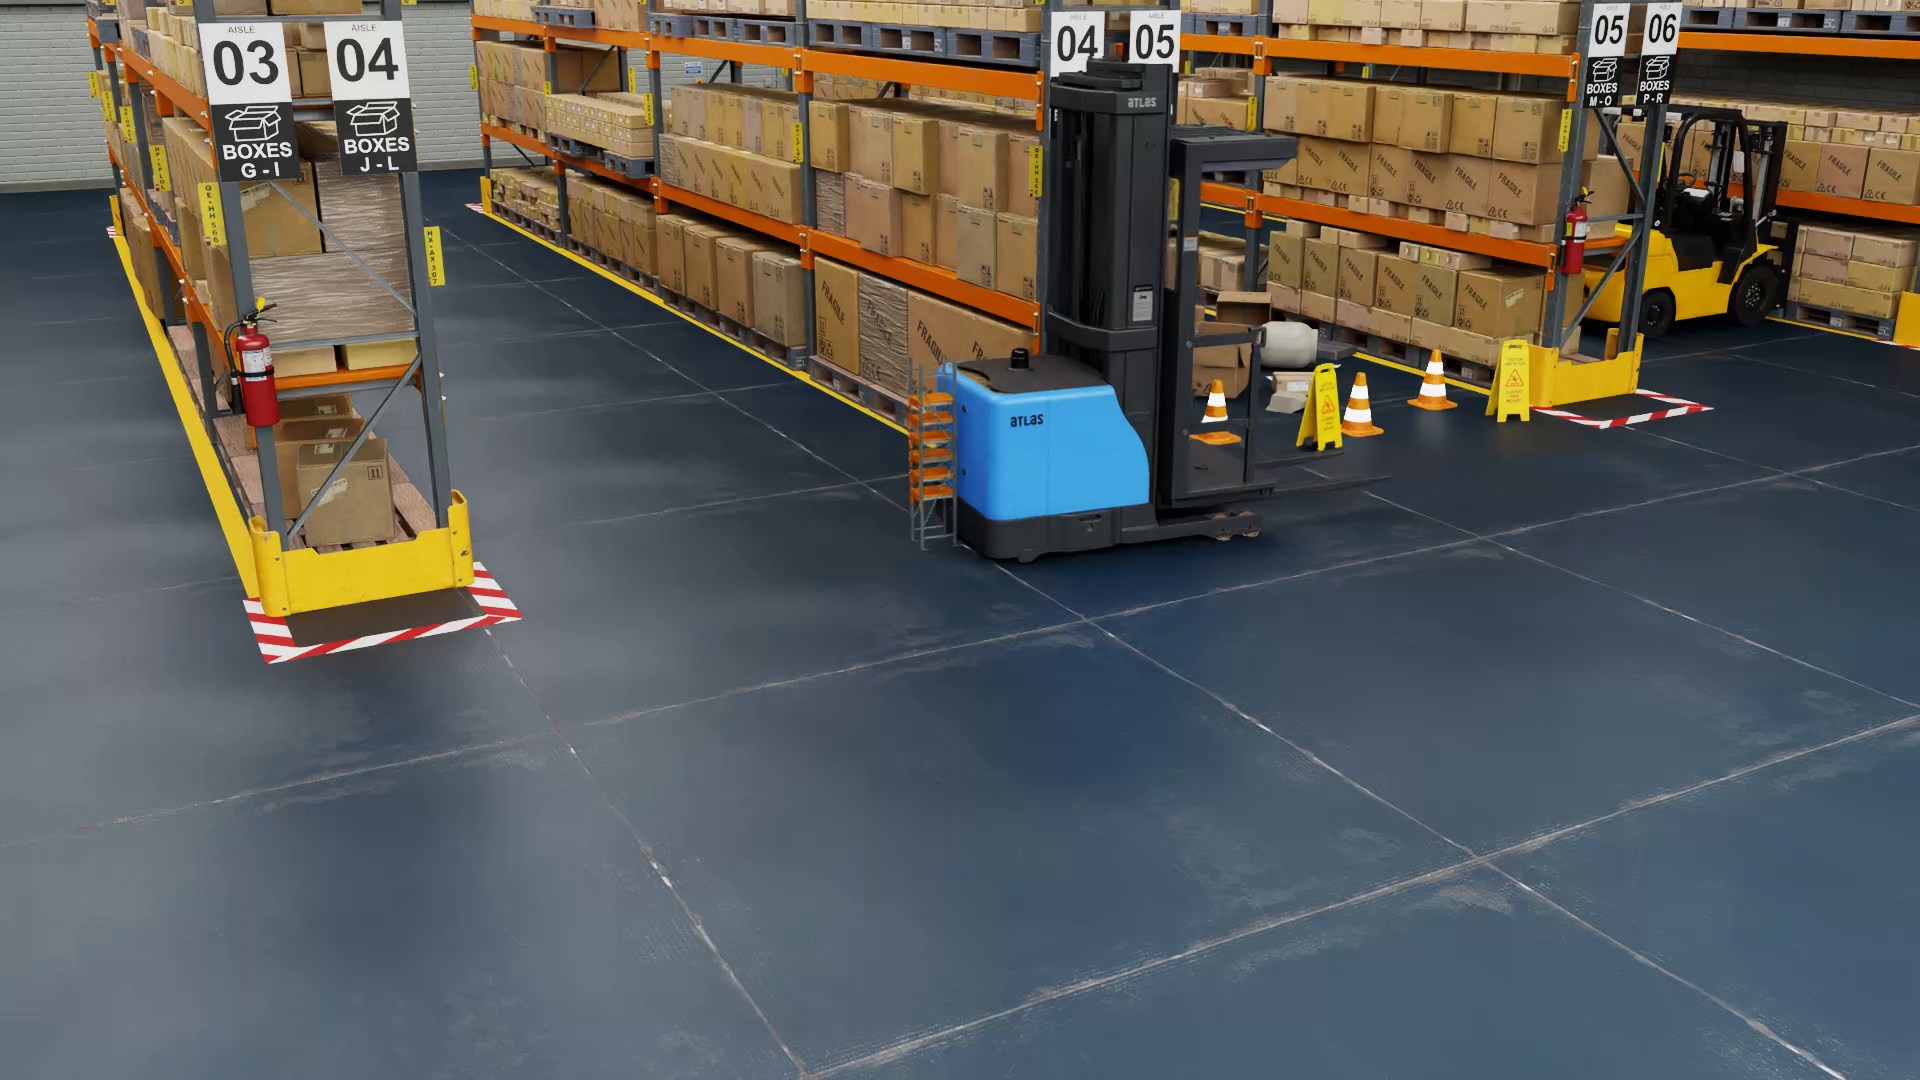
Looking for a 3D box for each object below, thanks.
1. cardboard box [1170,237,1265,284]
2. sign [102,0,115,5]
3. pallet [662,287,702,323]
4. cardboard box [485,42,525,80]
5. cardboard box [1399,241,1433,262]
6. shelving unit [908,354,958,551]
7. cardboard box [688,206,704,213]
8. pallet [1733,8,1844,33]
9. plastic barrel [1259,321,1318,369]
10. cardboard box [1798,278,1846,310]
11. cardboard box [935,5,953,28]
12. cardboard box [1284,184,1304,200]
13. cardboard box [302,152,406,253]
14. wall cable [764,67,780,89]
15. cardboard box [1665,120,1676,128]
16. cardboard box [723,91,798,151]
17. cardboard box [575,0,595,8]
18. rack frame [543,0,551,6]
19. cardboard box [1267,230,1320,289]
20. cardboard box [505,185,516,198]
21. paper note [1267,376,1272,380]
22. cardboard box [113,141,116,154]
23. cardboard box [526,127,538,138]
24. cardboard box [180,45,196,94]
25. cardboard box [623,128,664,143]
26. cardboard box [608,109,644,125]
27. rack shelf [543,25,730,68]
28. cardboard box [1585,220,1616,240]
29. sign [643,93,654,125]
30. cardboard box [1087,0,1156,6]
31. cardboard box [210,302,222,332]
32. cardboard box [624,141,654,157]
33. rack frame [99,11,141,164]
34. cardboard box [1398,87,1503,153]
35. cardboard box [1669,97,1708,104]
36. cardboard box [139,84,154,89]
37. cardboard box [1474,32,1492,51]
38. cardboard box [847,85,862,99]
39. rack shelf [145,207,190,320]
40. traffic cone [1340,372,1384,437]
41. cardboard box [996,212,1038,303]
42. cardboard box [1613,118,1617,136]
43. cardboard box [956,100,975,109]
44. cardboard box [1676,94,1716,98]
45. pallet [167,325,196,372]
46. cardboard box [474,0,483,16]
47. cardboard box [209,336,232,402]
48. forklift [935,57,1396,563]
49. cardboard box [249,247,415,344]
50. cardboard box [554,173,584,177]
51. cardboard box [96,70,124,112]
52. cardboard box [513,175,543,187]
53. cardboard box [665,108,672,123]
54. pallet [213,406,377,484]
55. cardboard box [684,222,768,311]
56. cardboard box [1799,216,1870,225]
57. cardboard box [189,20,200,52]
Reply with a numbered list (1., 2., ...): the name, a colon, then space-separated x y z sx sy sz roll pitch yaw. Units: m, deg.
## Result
1. cardboard box: 2.798 -3.090 18.371 0.950 0.372 0.625 -9 21 -23
2. sign: -7.719 -5.007 15.030 0.100 0.325 0.005 -10 21 -27
3. pallet: -2.506 -2.574 17.766 1.003 0.211 1.213 -10 21 -27
4. cardboard box: -6.388 -6.773 23.519 0.500 0.500 0.500 -9 21 -25
5. cardboard box: 4.210 -2.622 15.059 0.380 0.149 0.250 -9 21 -24
6. shelving unit: -0.168 -0.540 10.355 0.258 1.200 0.189 -7 20 -20
7. cardboard box: -2.928 -3.737 18.900 0.500 0.250 0.500 -11 22 -29
8. pallet: 8.763 -5.333 17.024 1.003 0.211 1.213 -10 21 -27
9. plastic barrel: 2.980 -1.770 15.111 0.512 0.421 0.421 4 19 11
10. cardboard box: 8.931 -2.528 16.930 0.500 0.250 0.500 -10 21 -27
11. cardboard box: 0.045 -3.713 11.784 0.380 0.149 0.250 -10 22 -27
12. cardboard box: 3.427 -3.454 16.427 0.380 0.149 0.250 -9 21 -25
13. cardboard box: -3.450 -1.955 9.555 0.500 0.500 0.500 -10 21 -27
14. wall cable: -3.760 -9.540 32.124 0.588 1.984 0.122 -10 21 -27
15. cardboard box: 7.953 -4.624 18.286 0.380 0.149 0.250 -10 21 -27
16. cardboard box: -1.880 -4.081 16.173 0.700 0.500 0.500 -10 22 -27
17. cardboard box: -4.096 -6.480 19.410 0.797 0.503 0.637 -10 22 -27
18. rack frame: -4.714 -8.114 20.350 1.000 3.000 0.127 -10 21 -27
19. cardboard box: 3.436 -2.819 16.625 0.500 0.500 0.500 -9 21 -24
20. cardboard box: -6.289 -4.993 23.774 0.380 0.149 0.250 -9 21 -25
21. paper note: 2.821 -1.450 14.805 0.148 0.019 0.142 -3 19 -8
22. cardboard box: -10.170 -4.826 20.403 0.380 0.149 0.250 -10 22 -28
23. cardboard box: -5.604 -5.499 22.355 0.380 0.149 0.250 -11 22 -29
24. cardboard box: -4.120 -2.683 9.439 0.500 0.250 0.500 -10 21 -26
25. cardboard box: -3.449 -4.421 18.131 0.380 0.149 0.250 -9 21 -26
26. cardboard box: -3.692 -4.708 18.506 0.380 0.149 0.250 -9 21 -25
27. rack shelf: -3.764 -5.782 19.293 1.077 0.370 4.000 -10 21 -27
28. cardboard box: 5.314 -2.640 14.068 0.380 0.149 0.250 -10 21 -26
29. sign: -3.287 -4.553 17.574 0.100 0.325 0.005 -10 21 -27
30. cardboard box: 0.982 -3.745 11.264 0.500 0.250 0.500 -10 21 -27
31. cardboard box: -4.550 -1.439 10.589 0.380 0.149 0.250 -10 21 -27
32. cardboard box: -3.453 -4.280 18.177 0.380 0.149 0.250 -10 21 -26
33. rack frame: -9.127 -4.539 19.186 1.000 3.000 0.127 -10 21 -27
34. cardboard box: 4.292 -3.679 14.553 0.700 0.500 0.500 -10 22 -27
35. cardboard box: 7.983 -4.771 18.256 0.380 0.149 0.250 -10 22 -28
36. cardboard box: -8.191 -4.503 17.392 0.797 0.503 0.637 -9 21 -25
37. cardboard box: 4.573 -4.218 14.044 0.380 0.149 0.250 -10 21 -26
38. cardboard box: -1.351 -6.503 24.727 0.500 0.500 0.500 -10 22 -27
39. rack shelf: -6.277 -2.476 14.312 1.077 0.370 4.000 -10 21 -27
40. traffic cone: 3.138 -1.084 13.063 0.336 0.463 0.334 -10 21 -27
41. cardboard box: 0.769 -2.004 11.609 0.875 0.550 0.550 -10 21 -27
42. cardboard box: 7.302 -4.814 19.447 0.500 0.250 0.500 -10 22 -28
43. cardboard box: 0.286 -5.630 21.812 0.500 0.250 0.500 -11 22 -28
44. cardboard box: 8.260 -4.918 18.683 0.380 0.149 0.250 -11 22 -28
45. pallet: -6.857 -1.848 15.663 1.003 0.211 1.213 -10 21 -27
46. cardboard box: -6.625 -7.605 23.703 0.500 0.250 0.500 -9 21 -25
47. cardboard box: -5.600 -1.448 13.387 0.700 0.500 0.500 -12 22 -31
48. forklift: 1.410 -1.531 10.575 3.031 2.935 1.130 -7 20 -20
49. cardboard box: -3.665 -1.444 9.608 0.875 0.500 0.500 -10 21 -27
50. cardboard box: -5.591 -5.157 23.794 0.380 0.149 0.250 -9 21 -25
51. cardboard box: -10.798 -5.788 21.431 0.500 0.500 0.500 -11 22 -28
52. cardboard box: -6.105 -5.063 23.521 0.380 0.149 0.250 -9 21 -25
53. cardboard box: -3.106 -4.801 18.776 0.380 0.149 0.250 -10 21 -27
54. pallet: -4.978 -0.737 12.443 1.003 0.211 1.213 -10 21 -27
55. cardboard box: -2.186 -2.826 17.027 1.050 0.750 0.750 -10 21 -26
56. cardboard box: 9.130 -3.226 17.419 0.500 0.250 0.500 -10 21 -27
57. cardboard box: -3.835 -2.661 8.764 0.380 0.149 0.250 -10 21 -27
